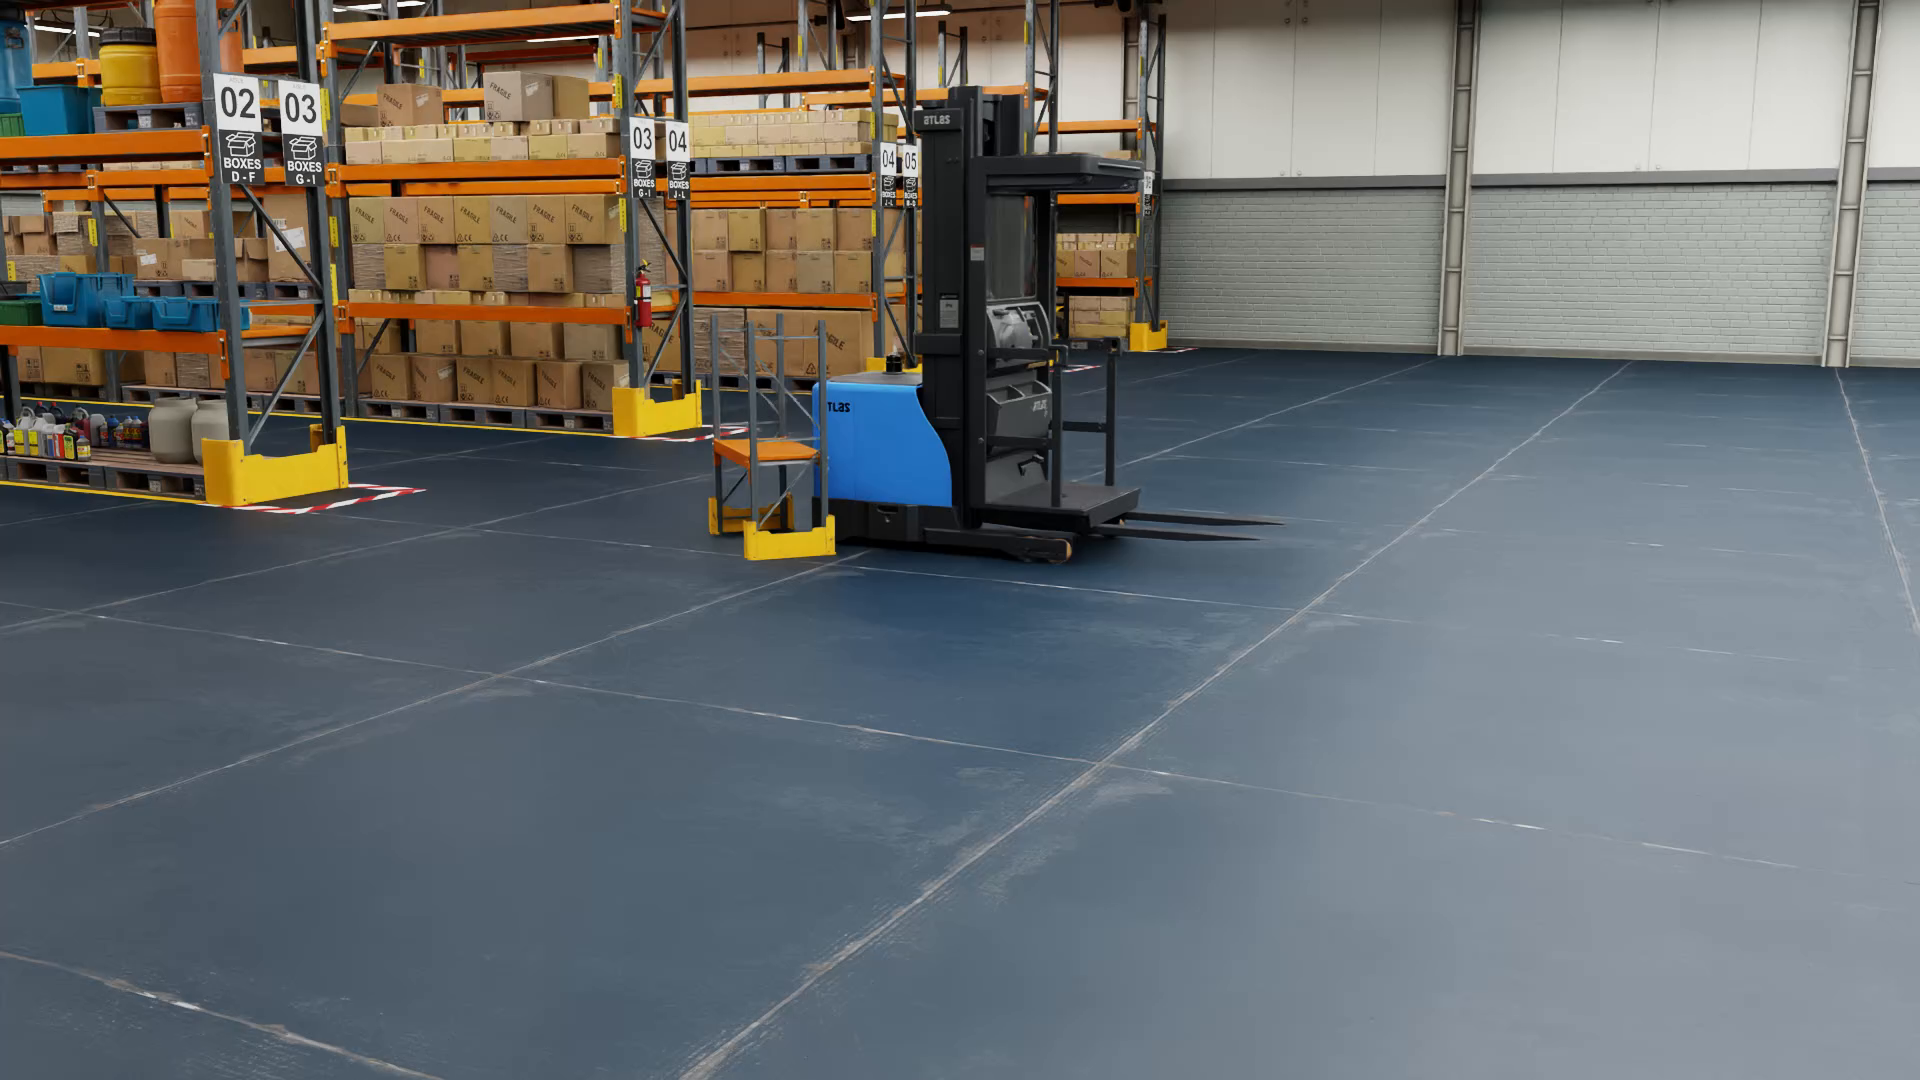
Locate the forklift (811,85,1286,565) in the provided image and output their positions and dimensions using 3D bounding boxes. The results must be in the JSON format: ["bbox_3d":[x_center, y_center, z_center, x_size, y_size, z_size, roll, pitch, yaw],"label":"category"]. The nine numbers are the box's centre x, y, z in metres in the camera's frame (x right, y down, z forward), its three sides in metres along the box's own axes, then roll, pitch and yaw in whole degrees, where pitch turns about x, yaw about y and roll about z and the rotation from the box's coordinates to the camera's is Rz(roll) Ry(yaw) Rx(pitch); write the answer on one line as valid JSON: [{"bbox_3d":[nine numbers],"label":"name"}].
[{"bbox_3d":[0.566,-1.396,10.712,3.031,2.935,1.130,5,11,24],"label":"forklift"}]

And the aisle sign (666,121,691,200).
[{"bbox_3d":[-2.935,-3.949,17.330,0.004,0.787,0.394,5,11,26],"label":"aisle sign"}]

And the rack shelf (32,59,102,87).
[{"bbox_3d":[-12.091,-5.816,21.243,4.000,0.370,1.077,5,11,26],"label":"rack shelf"}]

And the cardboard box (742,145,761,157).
[{"bbox_3d":[-2.654,-5.112,21.876,0.250,0.149,0.380,5,11,27],"label":"cardboard box"}]

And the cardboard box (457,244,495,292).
[{"bbox_3d":[-4.979,-2.978,18.148,0.500,0.500,0.875,5,11,26],"label":"cardboard box"}]

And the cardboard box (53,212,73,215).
[{"bbox_3d":[-14.902,-5.282,28.069,0.500,0.500,0.500,5,11,25],"label":"cardboard box"}]

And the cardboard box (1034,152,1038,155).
[{"bbox_3d":[1.033,-6.015,26.088,0.250,0.149,0.380,5,11,25],"label":"cardboard box"}]

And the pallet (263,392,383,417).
[{"bbox_3d":[-7.410,-1.631,19.651,1.213,0.211,1.003,5,11,26],"label":"pallet"}]

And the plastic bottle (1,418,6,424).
[{"bbox_3d":[-8.179,-0.903,14.224,0.097,0.271,0.097,0,10,0],"label":"plastic bottle"}]

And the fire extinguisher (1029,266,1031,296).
[{"bbox_3d":[1.160,-4.089,25.619,0.183,0.674,0.296,5,11,26],"label":"fire extinguisher"}]

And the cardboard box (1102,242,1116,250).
[{"bbox_3d":[2.777,-5.369,30.373,0.250,0.149,0.380,5,12,27],"label":"cardboard box"}]

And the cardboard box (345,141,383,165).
[{"bbox_3d":[-6.420,-4.268,18.390,0.500,0.250,0.500,5,11,24],"label":"cardboard box"}]

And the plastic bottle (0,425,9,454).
[{"bbox_3d":[-8.063,-0.867,13.989,0.133,0.283,0.061,6,12,28],"label":"plastic bottle"}]

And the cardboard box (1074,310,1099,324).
[{"bbox_3d":[2.434,-4.132,30.778,0.500,0.250,0.500,5,11,25],"label":"cardboard box"}]

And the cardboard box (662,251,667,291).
[{"bbox_3d":[-4.089,-3.773,23.235,0.550,0.550,0.875,5,11,26],"label":"cardboard box"}]

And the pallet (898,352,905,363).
[{"bbox_3d":[-0.610,-3.010,27.268,1.213,0.211,1.003,5,11,26],"label":"pallet"}]

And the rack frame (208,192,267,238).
[{"bbox_3d":[-11.600,-4.357,26.881,0.127,3.000,1.000,5,11,26],"label":"rack frame"}]

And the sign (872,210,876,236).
[{"bbox_3d":[-1.091,-4.012,21.060,0.005,0.325,0.100,5,11,26],"label":"sign"}]

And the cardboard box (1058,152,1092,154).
[{"bbox_3d":[2.075,-6.877,30.640,0.500,0.500,0.700,5,11,26],"label":"cardboard box"}]

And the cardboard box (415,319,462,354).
[{"bbox_3d":[-7.506,-3.079,24.958,0.750,0.750,1.050,5,11,25],"label":"cardboard box"}]

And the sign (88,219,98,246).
[{"bbox_3d":[-10.540,-3.738,20.213,0.005,0.325,0.100,5,11,26],"label":"sign"}]

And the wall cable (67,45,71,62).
[{"bbox_3d":[-18.313,-8.826,34.729,0.029,3.000,0.463,5,11,26],"label":"wall cable"}]

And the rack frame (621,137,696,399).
[{"bbox_3d":[-3.124,-2.627,17.324,0.127,3.000,1.000,5,11,26],"label":"rack frame"}]

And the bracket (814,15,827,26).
[{"bbox_3d":[-2.681,-10.374,33.174,0.430,0.232,0.235,5,11,26],"label":"bracket"}]

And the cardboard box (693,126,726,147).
[{"bbox_3d":[-3.205,-5.369,22.174,0.500,0.250,0.500,5,11,25],"label":"cardboard box"}]

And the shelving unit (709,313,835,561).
[{"bbox_3d":[-1.267,-0.715,10.968,0.587,1.500,1.083,-4,11,-21],"label":"shelving unit"}]

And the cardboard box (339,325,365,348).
[{"bbox_3d":[-9.182,-3.070,25.610,0.500,0.500,0.500,6,12,28],"label":"cardboard box"}]

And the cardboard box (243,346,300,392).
[{"bbox_3d":[-8.173,-2.065,20.003,0.500,0.500,0.700,4,11,21],"label":"cardboard box"}]

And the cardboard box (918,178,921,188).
[{"bbox_3d":[-0.580,-5.660,26.362,0.250,0.149,0.380,5,11,25],"label":"cardboard box"}]

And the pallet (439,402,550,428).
[{"bbox_3d":[-4.995,-1.427,18.523,1.213,0.211,1.003,5,11,26],"label":"pallet"}]

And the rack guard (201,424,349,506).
[{"bbox_3d":[-5.404,-0.605,13.167,0.348,0.500,1.175,5,11,26],"label":"rack guard"}]

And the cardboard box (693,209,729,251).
[{"bbox_3d":[-3.142,-4.208,22.605,0.550,0.550,0.875,5,11,26],"label":"cardboard box"}]

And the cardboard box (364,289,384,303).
[{"bbox_3d":[-6.433,-2.732,18.608,0.250,0.149,0.380,5,11,26],"label":"cardboard box"}]

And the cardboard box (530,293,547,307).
[{"bbox_3d":[-4.365,-2.573,17.729,0.250,0.149,0.380,5,11,26],"label":"cardboard box"}]

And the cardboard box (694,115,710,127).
[{"bbox_3d":[-3.334,-5.564,22.136,0.250,0.149,0.380,5,11,26],"label":"cardboard box"}]

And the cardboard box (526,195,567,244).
[{"bbox_3d":[-4.177,-3.357,17.433,0.500,0.500,0.500,5,11,26],"label":"cardboard box"}]

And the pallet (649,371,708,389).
[{"bbox_3d":[-3.778,-2.282,23.247,1.213,0.211,1.003,5,11,26],"label":"pallet"}]

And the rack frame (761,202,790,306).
[{"bbox_3d":[-3.720,-5.633,33.934,0.127,3.000,1.000,5,11,26],"label":"rack frame"}]

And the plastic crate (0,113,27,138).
[{"bbox_3d":[-7.608,-3.355,13.519,0.450,0.188,0.336,5,11,26],"label":"plastic crate"}]

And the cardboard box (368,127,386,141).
[{"bbox_3d":[-6.287,-4.456,18.307,0.250,0.149,0.380,4,11,23],"label":"cardboard box"}]

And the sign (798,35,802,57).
[{"bbox_3d":[-2.566,-7.926,26.687,0.005,0.325,0.100,5,11,26],"label":"sign"}]

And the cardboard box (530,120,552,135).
[{"bbox_3d":[-4.222,-4.257,17.208,0.250,0.149,0.380,5,11,26],"label":"cardboard box"}]

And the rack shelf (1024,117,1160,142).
[{"bbox_3d":[1.661,-7.562,30.887,4.000,0.370,1.077,5,11,26],"label":"rack shelf"}]

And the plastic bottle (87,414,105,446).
[{"bbox_3d":[-7.591,-0.969,14.574,0.135,0.276,0.152,5,12,27],"label":"plastic bottle"}]

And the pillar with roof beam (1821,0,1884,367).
[{"bbox_3d":[12.085,-6.521,21.991,0.400,9.000,9.100,5,11,26],"label":"pillar with roof beam"}]

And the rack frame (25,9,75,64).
[{"bbox_3d":[-15.187,-7.624,28.089,0.127,3.000,1.000,5,11,26],"label":"rack frame"}]

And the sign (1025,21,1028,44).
[{"bbox_3d":[0.997,-7.612,24.956,0.005,0.325,0.100,5,11,26],"label":"sign"}]

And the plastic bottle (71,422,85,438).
[{"bbox_3d":[-7.323,-0.832,13.797,0.133,0.283,0.061,5,11,26],"label":"plastic bottle"}]

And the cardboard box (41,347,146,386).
[{"bbox_3d":[-10.908,-2.476,21.278,0.875,0.875,1.225,4,11,23],"label":"cardboard box"}]

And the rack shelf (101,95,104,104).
[{"bbox_3d":[-13.393,-7.111,27.282,4.000,0.370,1.077,5,11,26],"label":"rack shelf"}]

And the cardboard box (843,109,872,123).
[{"bbox_3d":[-1.291,-5.384,21.142,0.250,0.149,0.380,5,11,26],"label":"cardboard box"}]
